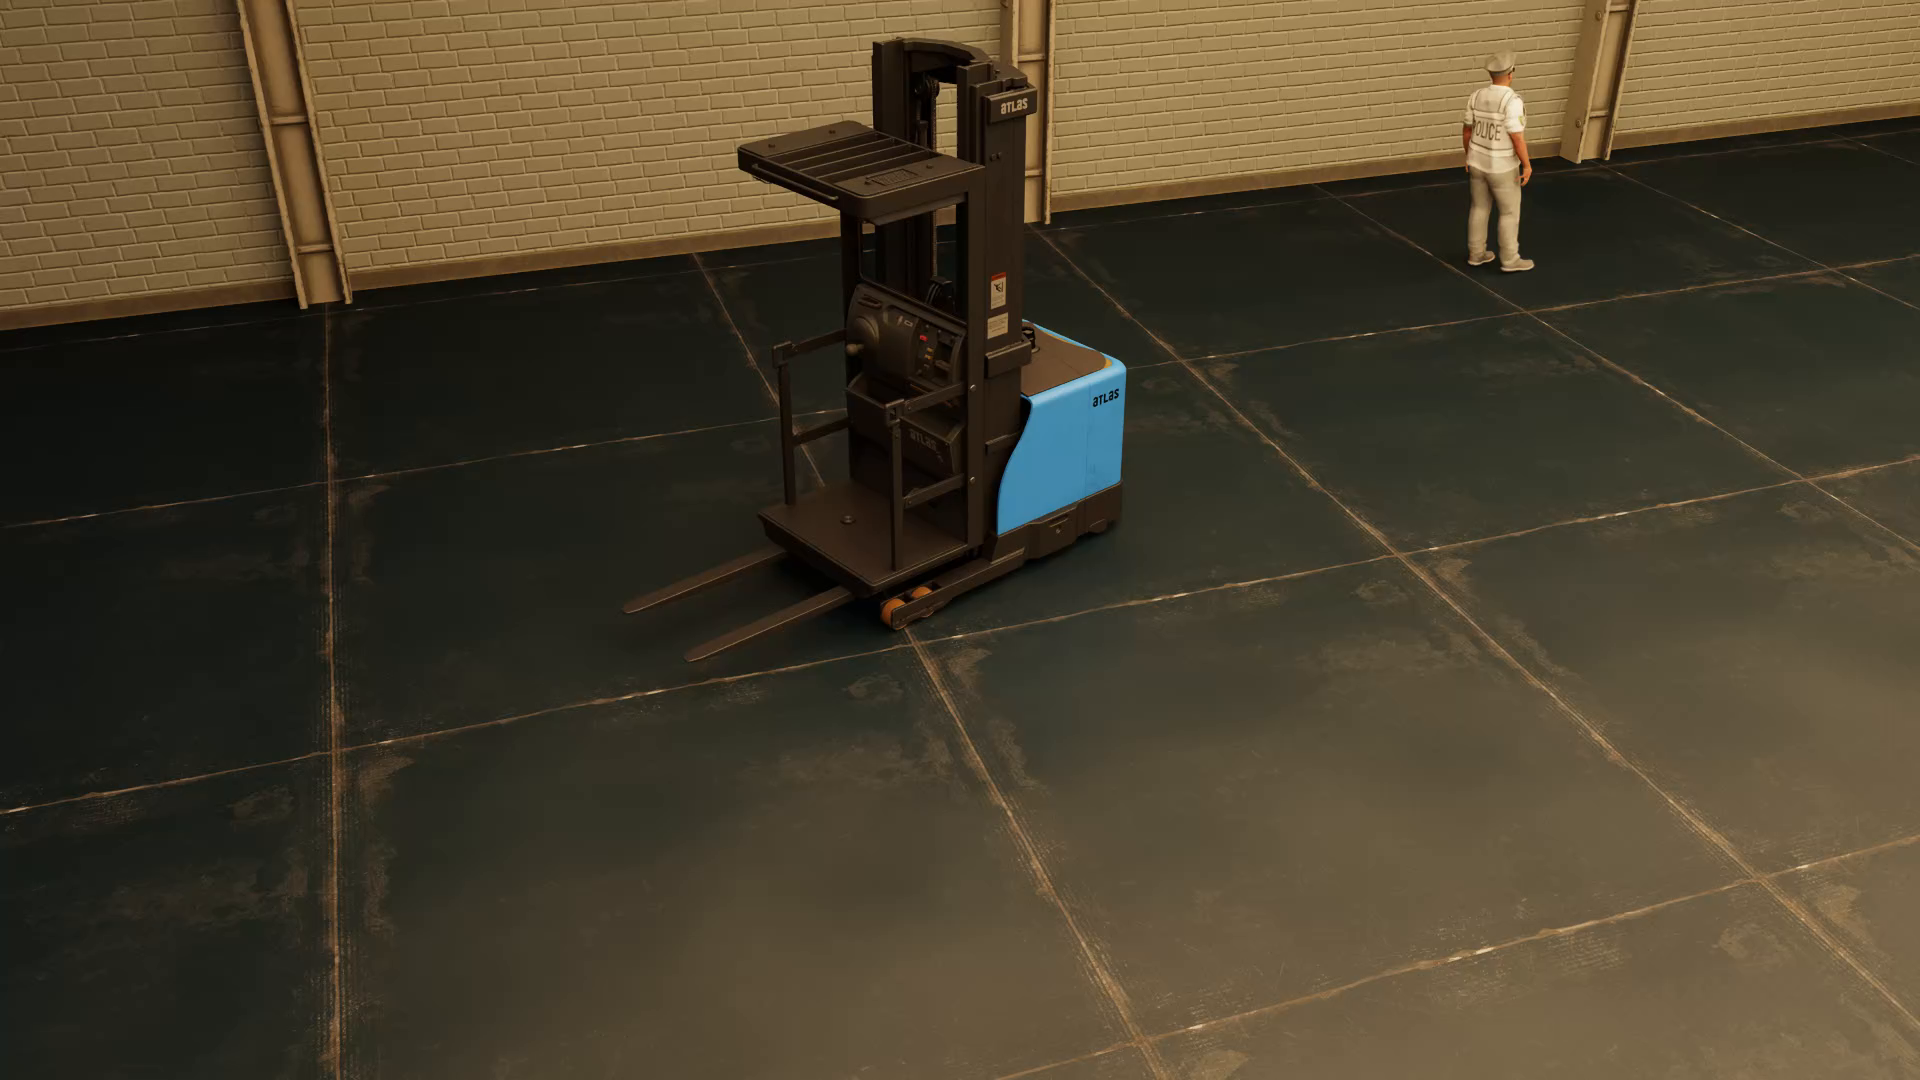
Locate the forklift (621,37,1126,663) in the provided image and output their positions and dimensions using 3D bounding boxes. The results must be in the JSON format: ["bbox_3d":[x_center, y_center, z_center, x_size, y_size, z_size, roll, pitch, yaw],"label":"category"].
[{"bbox_3d":[-0.461,-1.072,8.951,3.031,2.935,1.130,-23,37,-34],"label":"forklift"}]

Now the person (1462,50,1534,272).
[{"bbox_3d":[4.439,-3.105,13.623,0.575,1.779,0.639,-20,35,-30],"label":"person"}]
